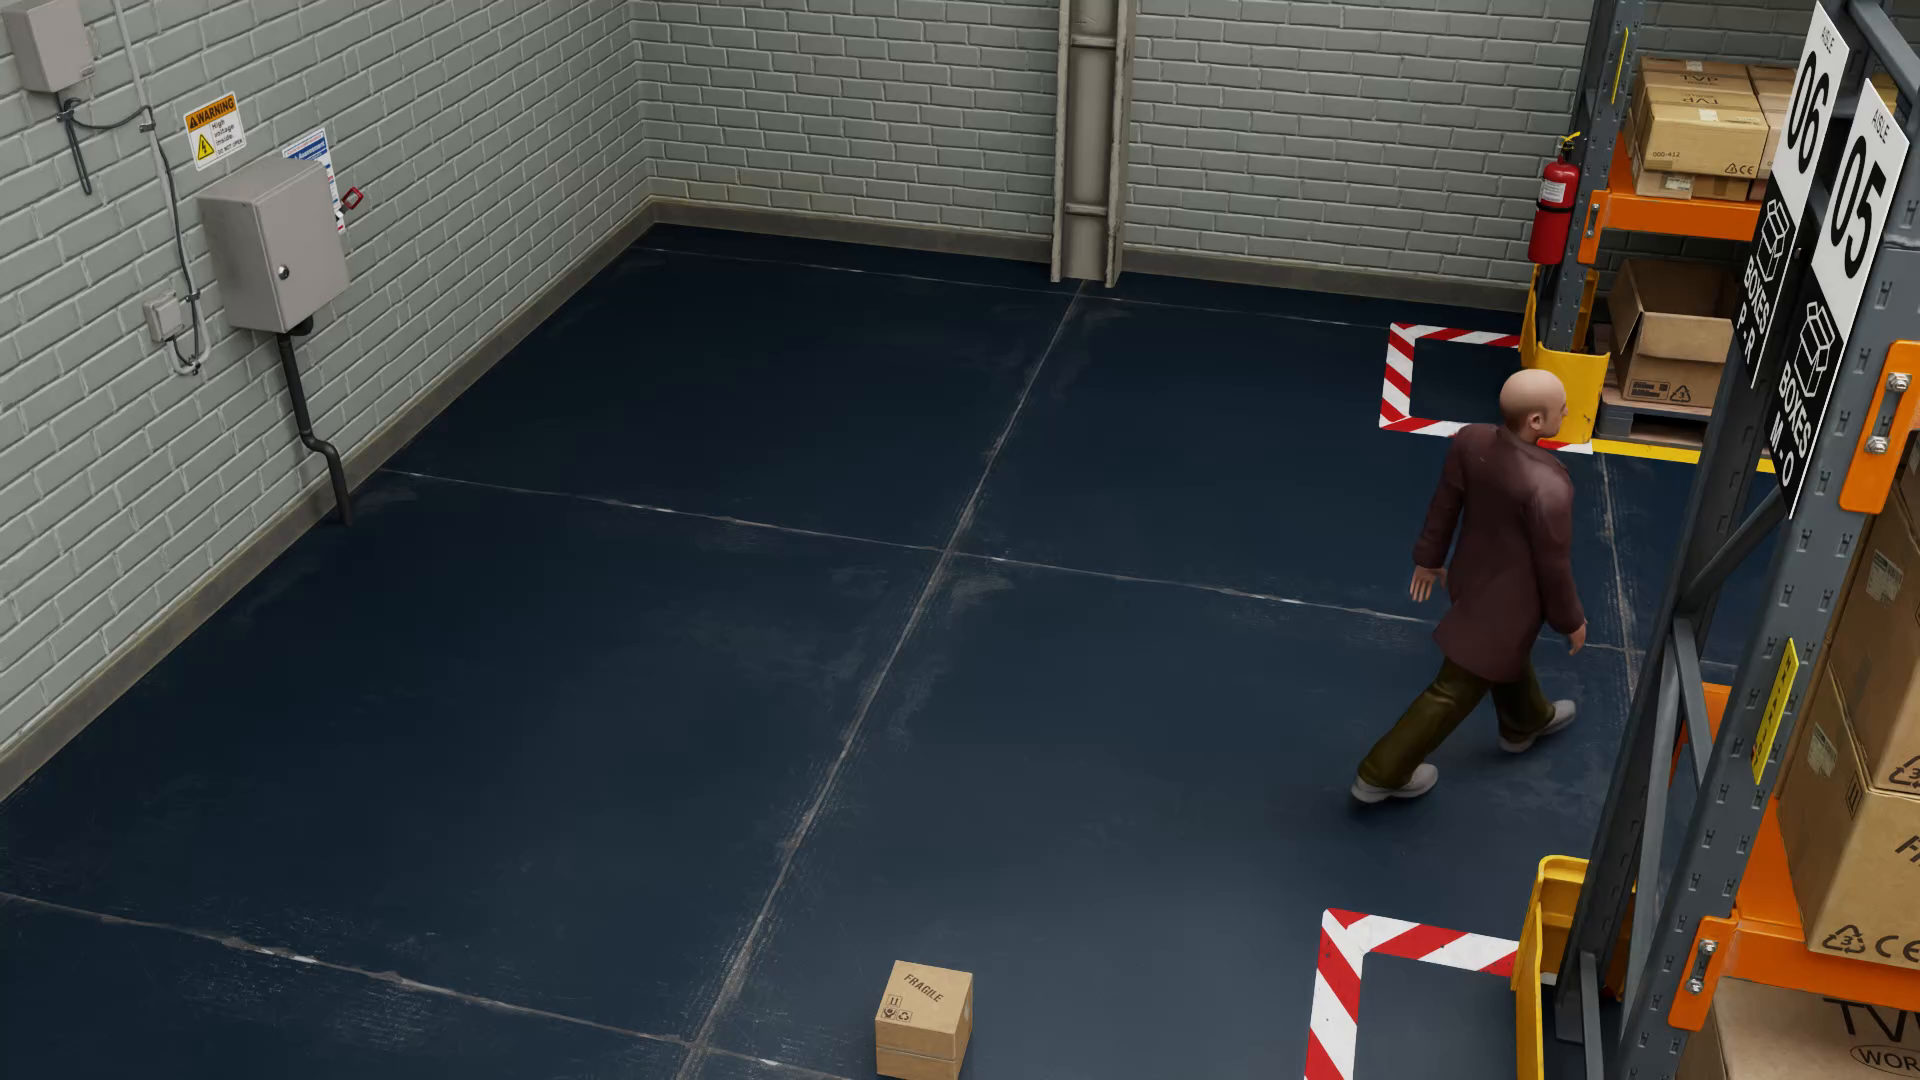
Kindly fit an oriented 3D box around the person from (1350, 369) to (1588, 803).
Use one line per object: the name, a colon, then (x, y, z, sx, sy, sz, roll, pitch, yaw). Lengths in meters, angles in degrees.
person: (1.957, 0.164, 5.870, 1.081, 1.722, 0.631, -9, 33, -13)
